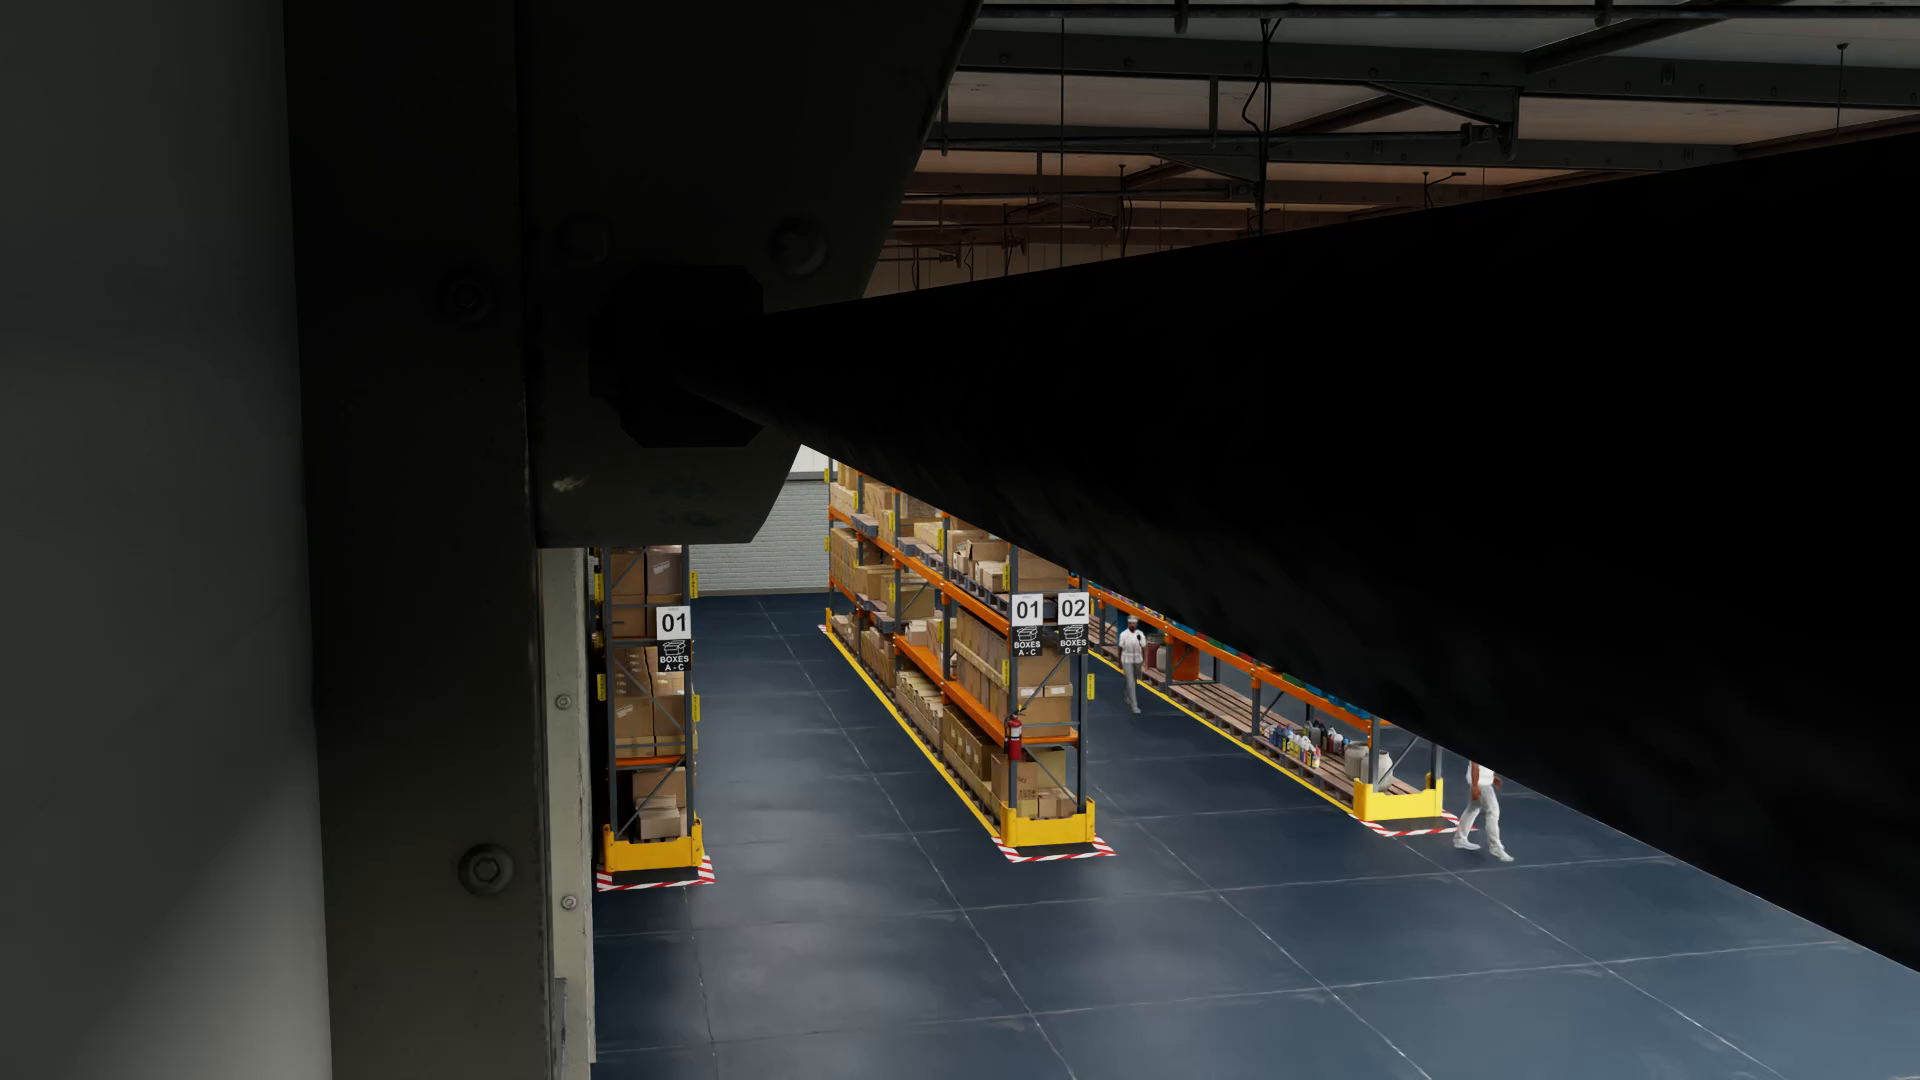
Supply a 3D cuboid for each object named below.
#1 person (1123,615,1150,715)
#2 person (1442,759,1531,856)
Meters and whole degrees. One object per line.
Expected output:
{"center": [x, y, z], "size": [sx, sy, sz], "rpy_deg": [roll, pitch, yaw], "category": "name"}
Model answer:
{"center": [3.017, 2.109, 28.492], "size": [0.437, 1.663, 0.699], "rpy_deg": [-2, 7, -13], "category": "person"}
{"center": [6.523, 3.030, 20.613], "size": [0.994, 1.713, 0.623], "rpy_deg": [-2, 7, -13], "category": "person"}
